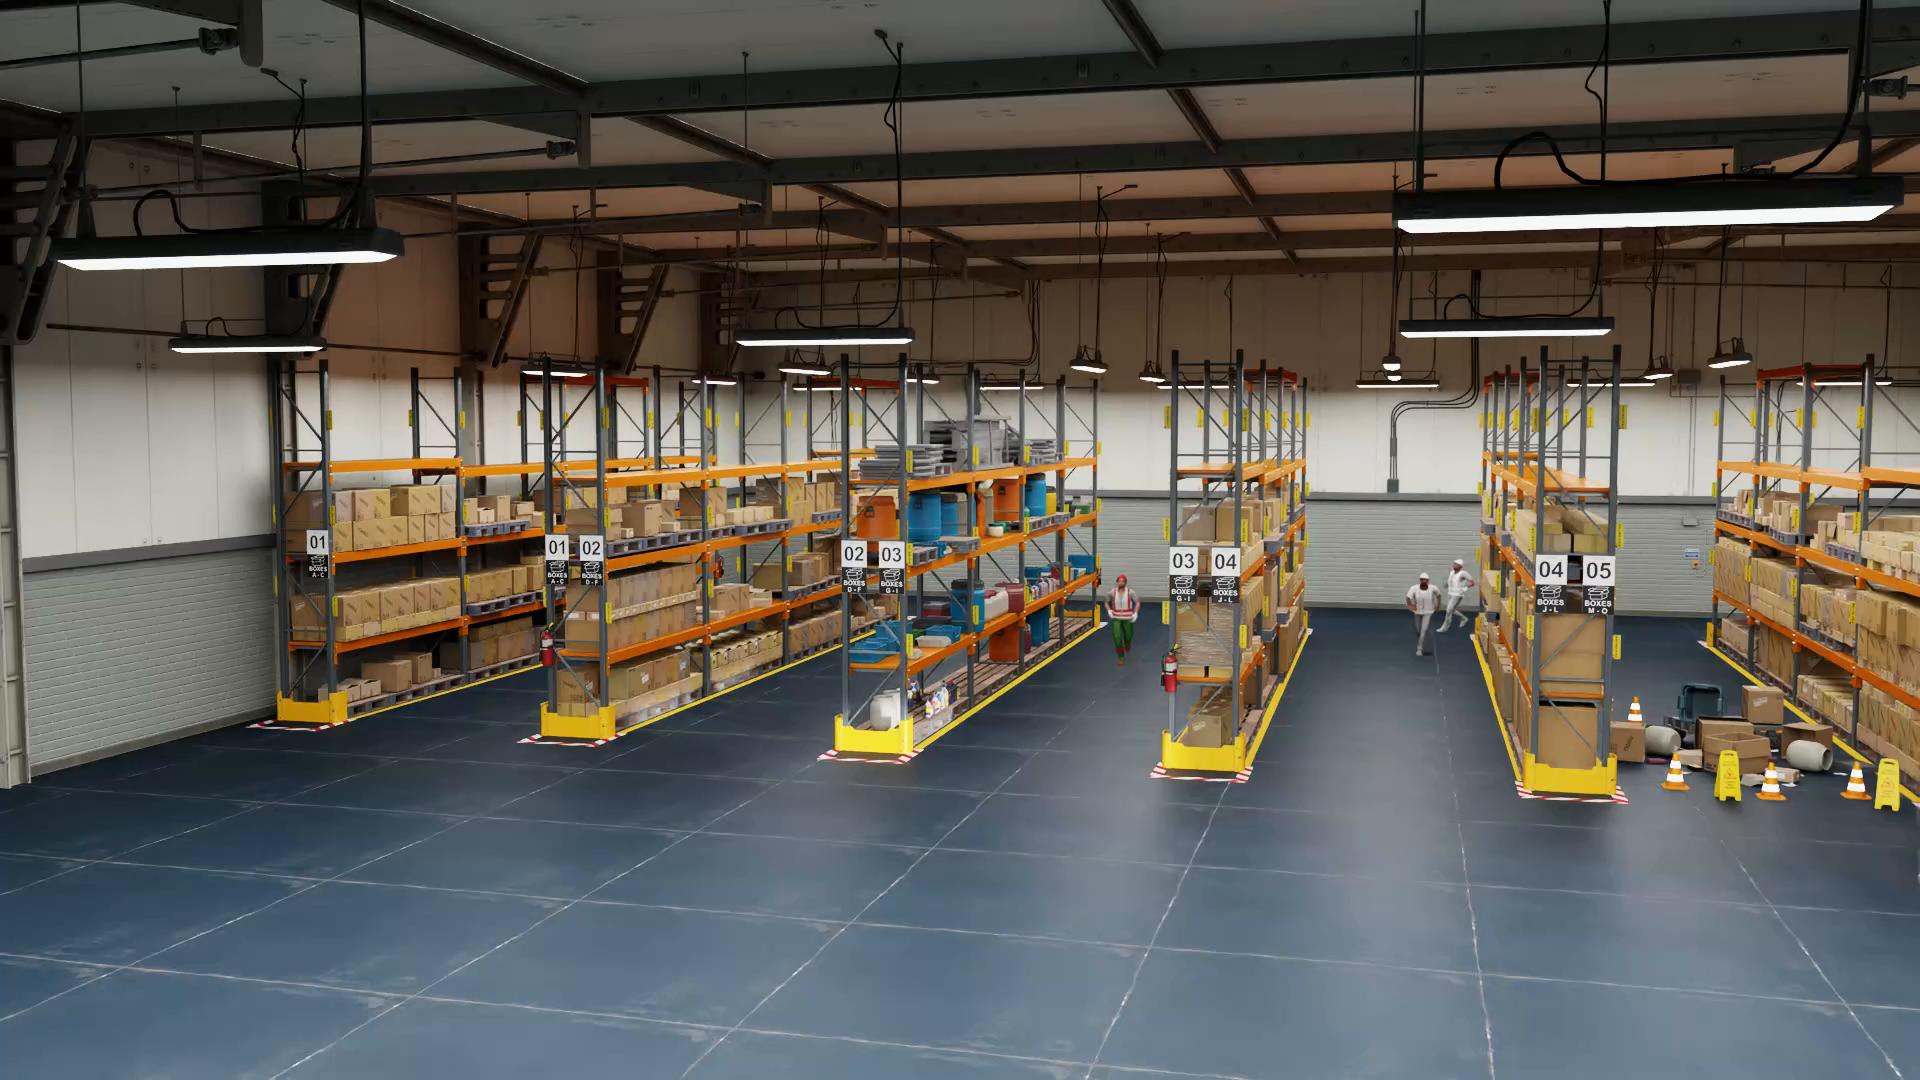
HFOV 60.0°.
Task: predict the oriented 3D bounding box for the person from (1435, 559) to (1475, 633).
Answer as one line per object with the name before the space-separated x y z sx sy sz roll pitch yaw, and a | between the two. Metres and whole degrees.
person | 11.627 1.318 39.129 0.982 1.731 0.701 -1 4 -16

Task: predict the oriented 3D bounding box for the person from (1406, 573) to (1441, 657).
person | 9.922 1.571 35.630 0.725 1.755 0.974 1 4 19

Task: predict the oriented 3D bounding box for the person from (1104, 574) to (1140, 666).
person | 3.138 1.535 32.252 0.688 1.748 0.664 1 4 7
